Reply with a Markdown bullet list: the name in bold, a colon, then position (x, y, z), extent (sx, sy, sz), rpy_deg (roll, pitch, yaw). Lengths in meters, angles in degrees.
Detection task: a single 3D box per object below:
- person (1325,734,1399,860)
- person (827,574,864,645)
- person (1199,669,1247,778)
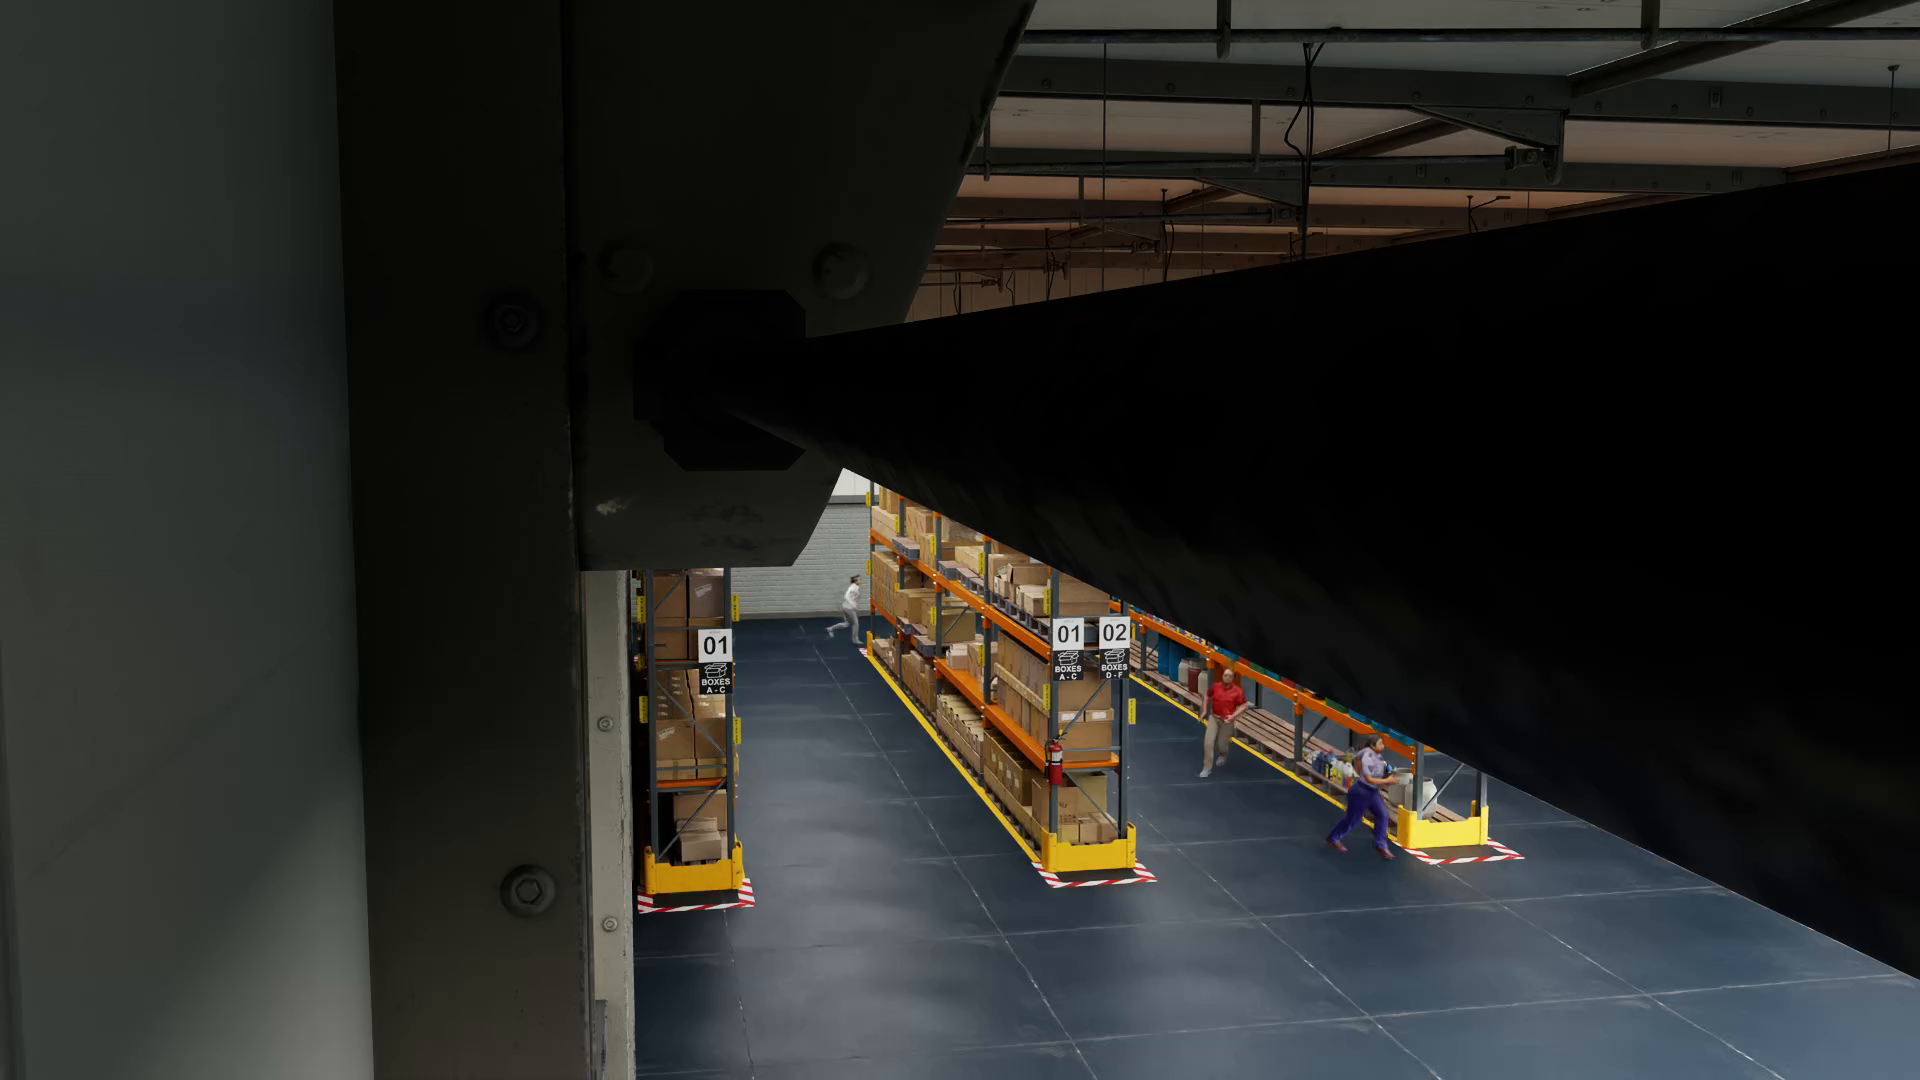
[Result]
- **person**: position (5.194, 3.292, 21.430), extent (0.949, 1.594, 0.618), rpy_deg (3, 7, 30)
- **person**: position (-2.603, 1.579, 37.831), extent (0.844, 1.651, 0.588), rpy_deg (0, 6, 1)
- **person**: position (4.086, 2.813, 25.773), extent (0.711, 1.675, 0.813), rpy_deg (3, 6, 23)
